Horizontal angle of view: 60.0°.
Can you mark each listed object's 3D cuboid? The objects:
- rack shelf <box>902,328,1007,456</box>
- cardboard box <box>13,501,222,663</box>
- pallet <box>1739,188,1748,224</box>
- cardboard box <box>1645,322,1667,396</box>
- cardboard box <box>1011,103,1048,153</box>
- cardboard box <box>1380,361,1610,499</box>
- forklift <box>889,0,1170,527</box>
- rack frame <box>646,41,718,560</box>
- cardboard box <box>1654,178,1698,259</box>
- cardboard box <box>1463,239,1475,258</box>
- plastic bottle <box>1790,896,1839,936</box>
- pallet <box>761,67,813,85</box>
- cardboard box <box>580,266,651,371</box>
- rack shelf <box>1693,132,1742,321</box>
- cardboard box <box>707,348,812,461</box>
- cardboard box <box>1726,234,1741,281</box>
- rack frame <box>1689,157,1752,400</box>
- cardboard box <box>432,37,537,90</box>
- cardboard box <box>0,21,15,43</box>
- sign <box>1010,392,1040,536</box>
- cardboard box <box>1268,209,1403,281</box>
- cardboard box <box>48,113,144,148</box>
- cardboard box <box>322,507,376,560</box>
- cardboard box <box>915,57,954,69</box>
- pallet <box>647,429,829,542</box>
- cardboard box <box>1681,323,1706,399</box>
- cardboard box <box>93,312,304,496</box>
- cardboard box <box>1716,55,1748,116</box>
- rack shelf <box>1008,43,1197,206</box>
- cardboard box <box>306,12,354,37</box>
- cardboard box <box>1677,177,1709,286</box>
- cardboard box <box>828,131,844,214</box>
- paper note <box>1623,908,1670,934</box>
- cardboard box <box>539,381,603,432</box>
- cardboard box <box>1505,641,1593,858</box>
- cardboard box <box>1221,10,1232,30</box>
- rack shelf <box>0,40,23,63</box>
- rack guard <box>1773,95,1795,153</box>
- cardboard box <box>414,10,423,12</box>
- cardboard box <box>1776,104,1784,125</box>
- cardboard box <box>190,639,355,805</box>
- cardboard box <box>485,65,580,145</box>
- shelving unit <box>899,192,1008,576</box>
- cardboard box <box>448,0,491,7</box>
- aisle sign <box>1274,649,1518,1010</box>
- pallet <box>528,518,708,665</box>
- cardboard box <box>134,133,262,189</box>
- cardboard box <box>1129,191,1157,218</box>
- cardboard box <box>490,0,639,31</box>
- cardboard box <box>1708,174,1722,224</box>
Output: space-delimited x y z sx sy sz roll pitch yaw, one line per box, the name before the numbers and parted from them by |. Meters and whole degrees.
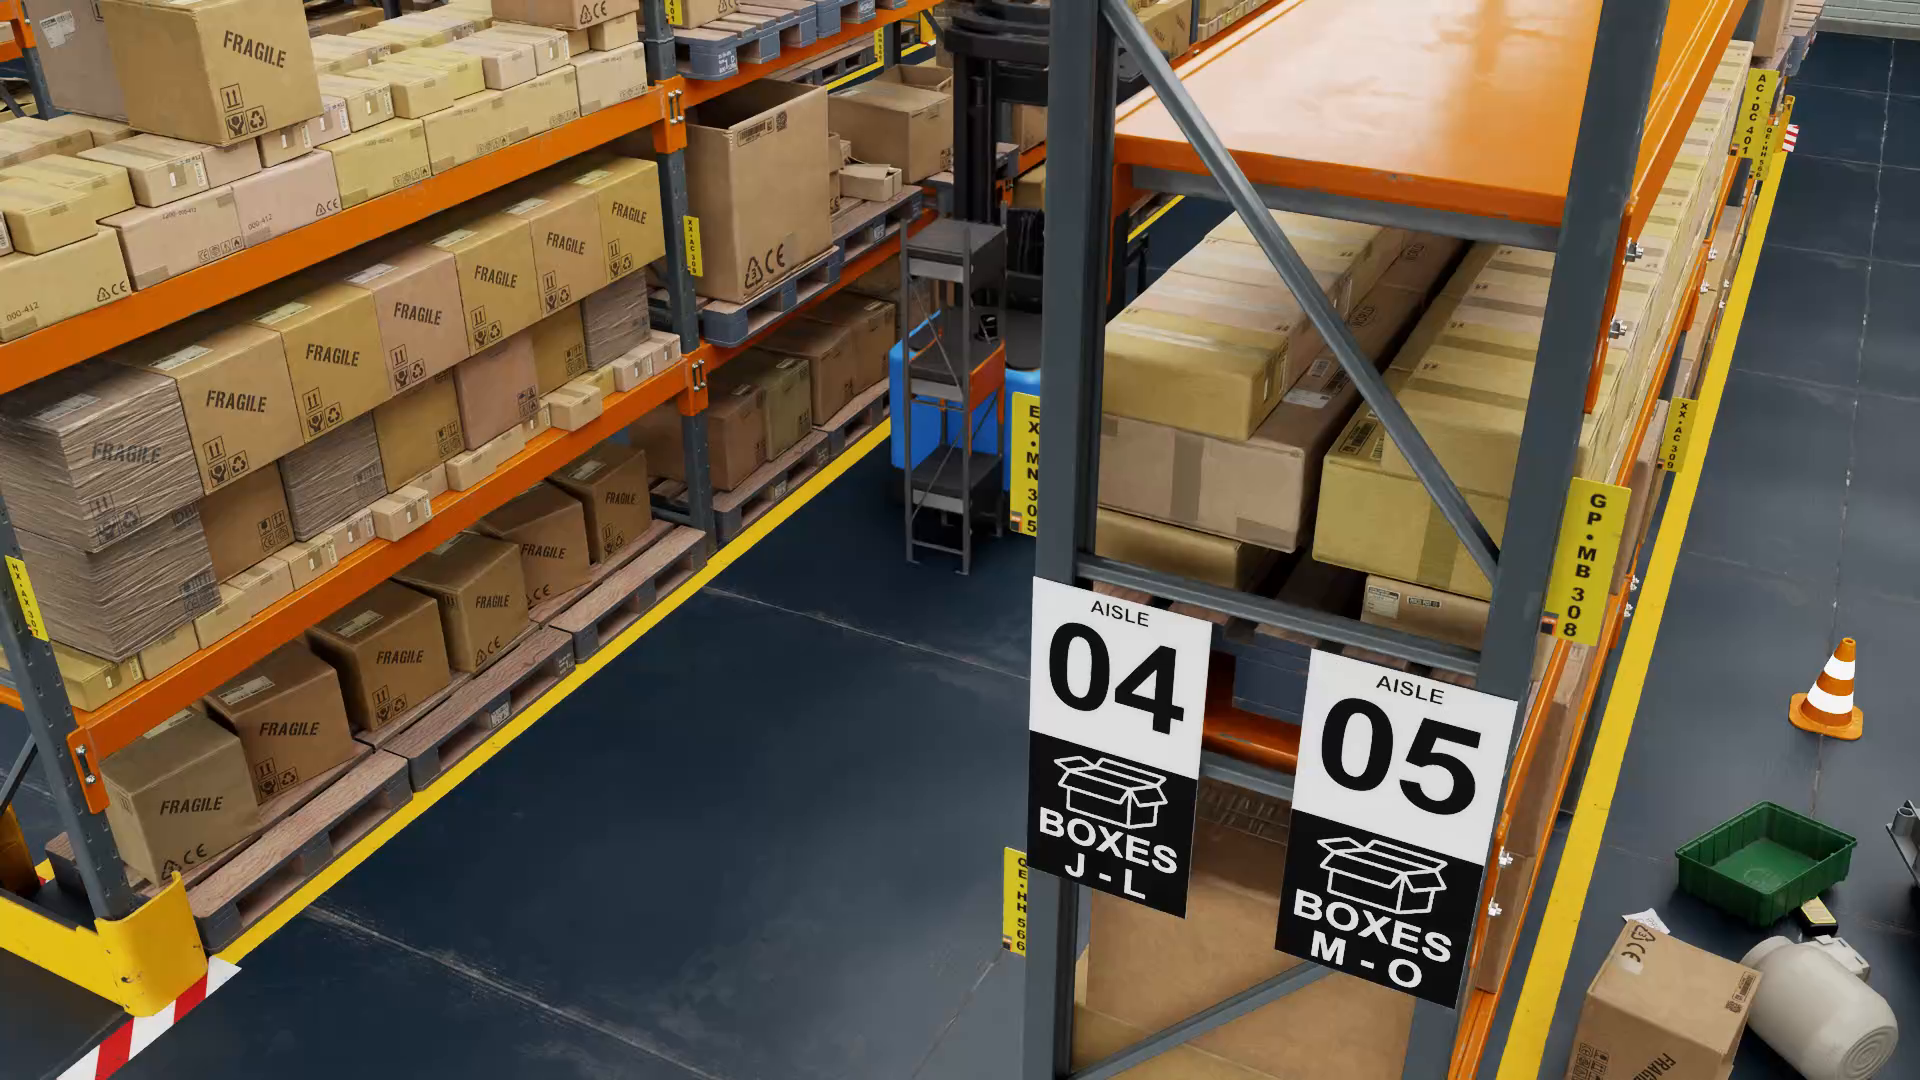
rack shelf | -0.030 -0.842 9.425 0.431 0.518 0.480 13 32 21
cardboard box | -3.465 0.048 6.546 0.875 0.500 0.500 14 33 23
pallet | 4.504 -2.176 11.010 1.213 0.211 1.003 14 33 23
cardboard box | 1.761 -0.542 4.689 0.380 0.149 0.250 15 33 24
cardboard box | 0.368 -3.286 12.650 0.500 0.500 0.500 15 33 25
cardboard box | 1.065 -0.211 3.314 0.380 0.149 0.250 15 33 24
forklift | 0.630 -2.038 10.646 1.130 2.935 3.031 13 32 21
rack frame | -1.918 -1.316 9.319 1.000 3.000 0.127 14 33 23
cardboard box | 1.761 -0.888 4.492 0.380 0.149 0.250 15 33 24
cardboard box | 1.292 -0.910 4.931 0.500 0.250 0.500 15 33 24
plastic bottle | 3.669 1.593 7.204 0.133 0.061 0.283 -1 30 -3
pallet | -2.382 -5.111 18.729 1.003 0.211 1.213 14 33 23
cardboard box | -2.178 -1.303 8.898 0.875 0.500 0.500 14 33 23
rack shelf | 3.363 -2.021 8.258 1.077 0.370 4.000 14 33 23
cardboard box | -1.385 -0.897 10.659 0.700 0.500 0.500 14 33 23
cardboard box | 5.271 -2.034 11.906 0.500 0.250 0.500 15 33 24
rack frame | 4.274 -1.919 10.370 1.000 3.000 0.127 14 33 23
cardboard box | -2.152 -2.158 7.524 0.380 0.149 0.250 13 32 22
cardboard box | -9.076 -4.768 15.583 0.380 0.149 0.250 14 33 23
sign | 0.153 -0.152 3.471 0.100 0.325 0.005 14 33 23
cardboard box | 0.944 -0.811 4.359 0.380 0.149 0.250 14 33 23
cardboard box | -3.324 -1.578 6.514 0.380 0.149 0.250 15 33 24
cardboard box | -2.834 -0.061 7.388 0.380 0.149 0.250 14 33 23
cardboard box | -0.091 -3.407 12.861 0.500 0.500 0.500 15 33 25
pallet | -1.564 -0.452 10.615 1.003 0.211 1.213 14 33 23
cardboard box | 3.390 -0.806 8.332 0.500 0.500 0.500 14 33 23
cardboard box | -3.013 -0.550 6.584 0.500 0.500 0.500 14 33 23
cardboard box | 2.454 -1.562 5.666 0.380 0.149 0.250 14 33 23
rack shelf | 0.816 -3.664 14.130 1.077 0.370 4.000 14 33 23
cardboard box | -7.293 -5.717 19.052 0.500 0.500 0.500 14 33 23
cardboard box | 1.996 -1.014 5.112 0.500 0.250 0.500 14 33 23
cardboard box | -1.210 -2.332 10.564 0.797 0.503 0.637 18 34 28
paper note | 2.952 1.645 7.145 0.147 0.020 0.142 -7 31 -11
cardboard box | -2.058 -0.703 8.504 0.380 0.149 0.250 14 33 23
cardboard box | 1.378 0.456 4.999 0.875 0.550 0.550 14 33 23
cardboard box | 2.397 -5.042 16.061 0.380 0.149 0.250 15 33 25
rack shelf | -9.823 -4.139 14.959 1.077 0.370 4.000 14 33 23
rack guard | 7.884 -4.348 17.110 1.175 0.500 0.348 14 33 23
cardboard box | -6.966 -6.562 20.877 0.380 0.149 0.250 14 33 23
cardboard box | 7.732 -4.135 16.073 0.380 0.149 0.250 14 33 22
cardboard box | -3.199 0.814 7.700 0.500 0.500 0.500 24 38 36
cardboard box | -2.140 -2.061 7.756 0.500 0.250 0.500 15 33 24
shelving unit | -0.030 -0.853 9.418 0.431 2.100 0.503 13 32 21
cardboard box | -2.340 -2.650 8.381 0.380 0.149 0.250 13 32 22
aisle sign | 0.864 0.600 3.373 0.394 0.787 0.004 14 33 23
pallet | -2.192 0.199 9.481 1.003 0.211 1.213 14 33 23
cardboard box | -2.897 -1.465 6.317 0.380 0.149 0.250 14 33 23
cardboard box | 1.047 -3.438 14.728 1.225 0.875 0.875 13 32 22
cardboard box | -1.896 -2.748 7.901 0.500 0.500 0.500 13 32 22
cardboard box | 2.456 -1.217 5.866 0.380 0.149 0.250 15 33 24
